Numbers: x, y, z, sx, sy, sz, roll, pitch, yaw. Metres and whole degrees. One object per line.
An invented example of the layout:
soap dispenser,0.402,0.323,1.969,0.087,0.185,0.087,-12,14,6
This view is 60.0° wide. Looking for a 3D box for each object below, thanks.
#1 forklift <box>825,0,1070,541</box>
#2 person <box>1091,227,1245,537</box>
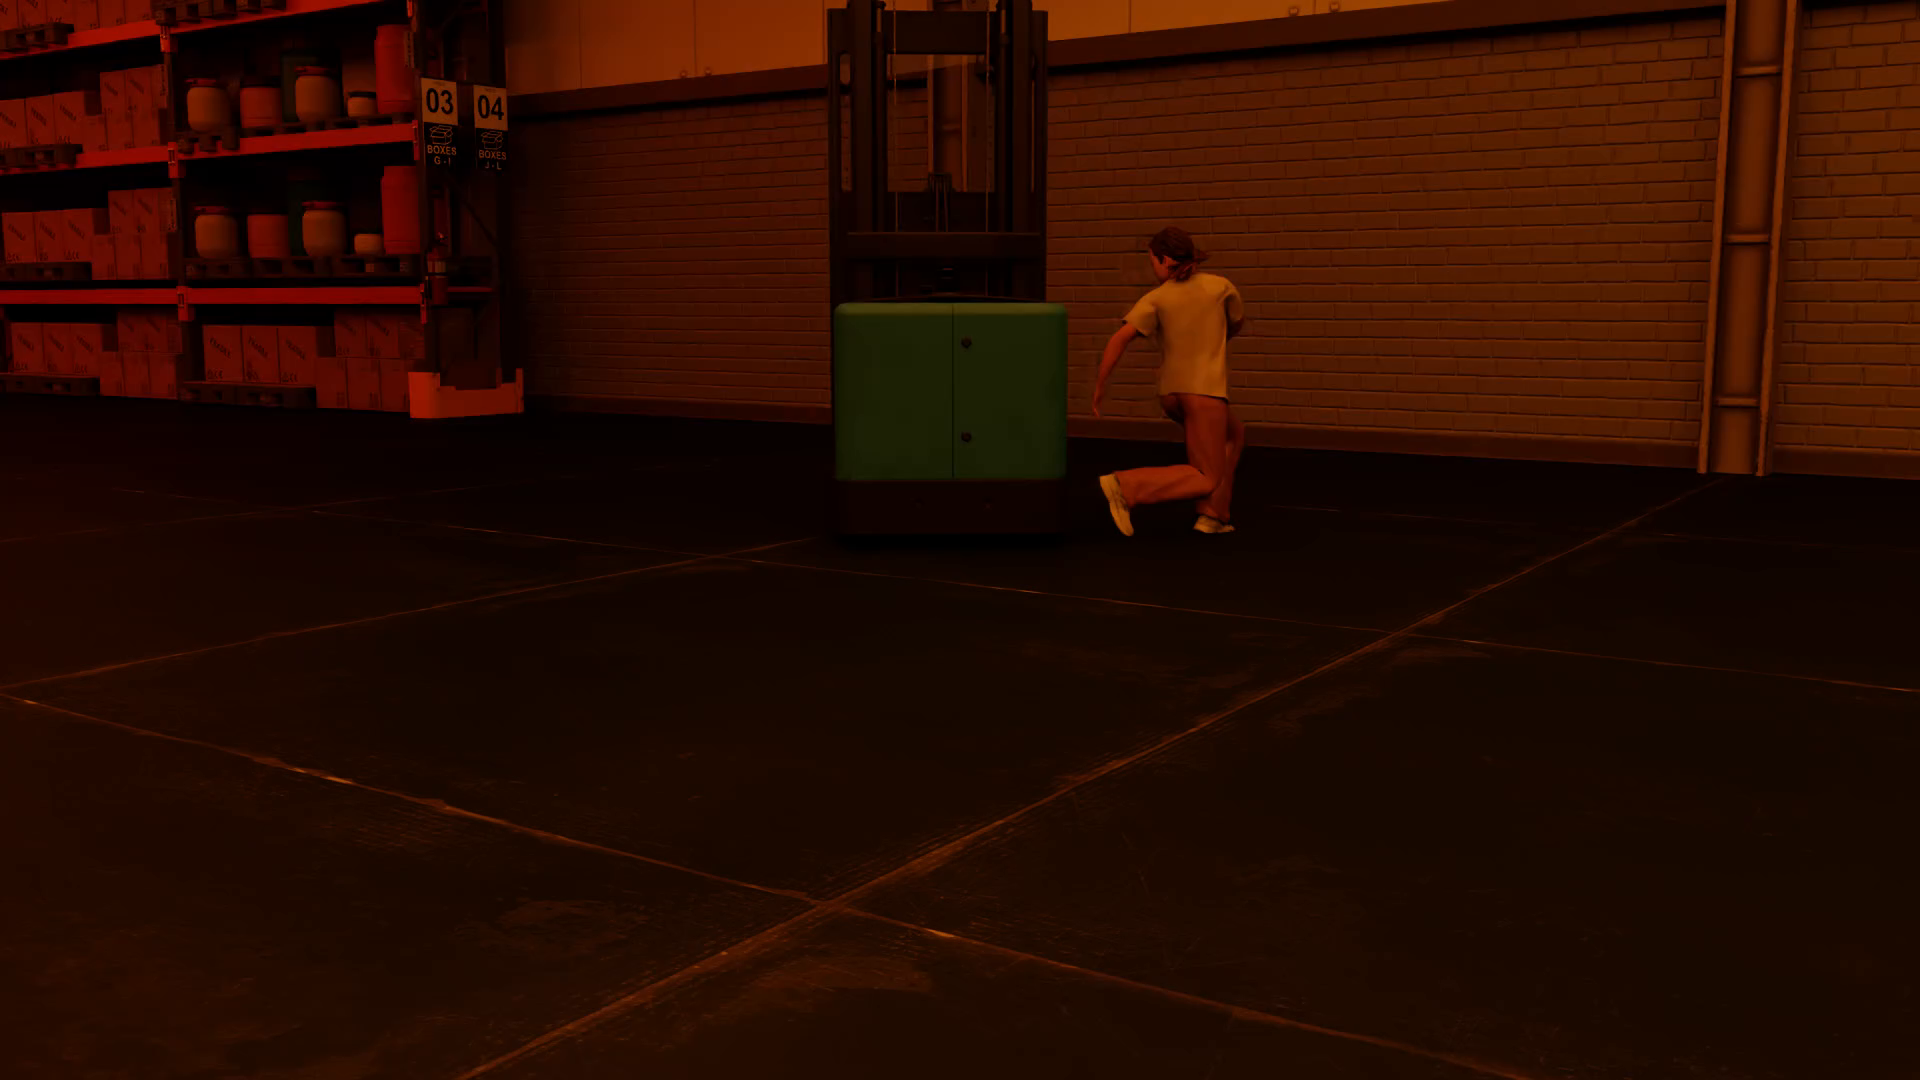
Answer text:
forklift,-0.128,-1.618,8.570,1.130,2.935,3.031,-1,8,-4
person,0.978,-0.710,7.669,0.564,1.453,0.867,8,11,44
